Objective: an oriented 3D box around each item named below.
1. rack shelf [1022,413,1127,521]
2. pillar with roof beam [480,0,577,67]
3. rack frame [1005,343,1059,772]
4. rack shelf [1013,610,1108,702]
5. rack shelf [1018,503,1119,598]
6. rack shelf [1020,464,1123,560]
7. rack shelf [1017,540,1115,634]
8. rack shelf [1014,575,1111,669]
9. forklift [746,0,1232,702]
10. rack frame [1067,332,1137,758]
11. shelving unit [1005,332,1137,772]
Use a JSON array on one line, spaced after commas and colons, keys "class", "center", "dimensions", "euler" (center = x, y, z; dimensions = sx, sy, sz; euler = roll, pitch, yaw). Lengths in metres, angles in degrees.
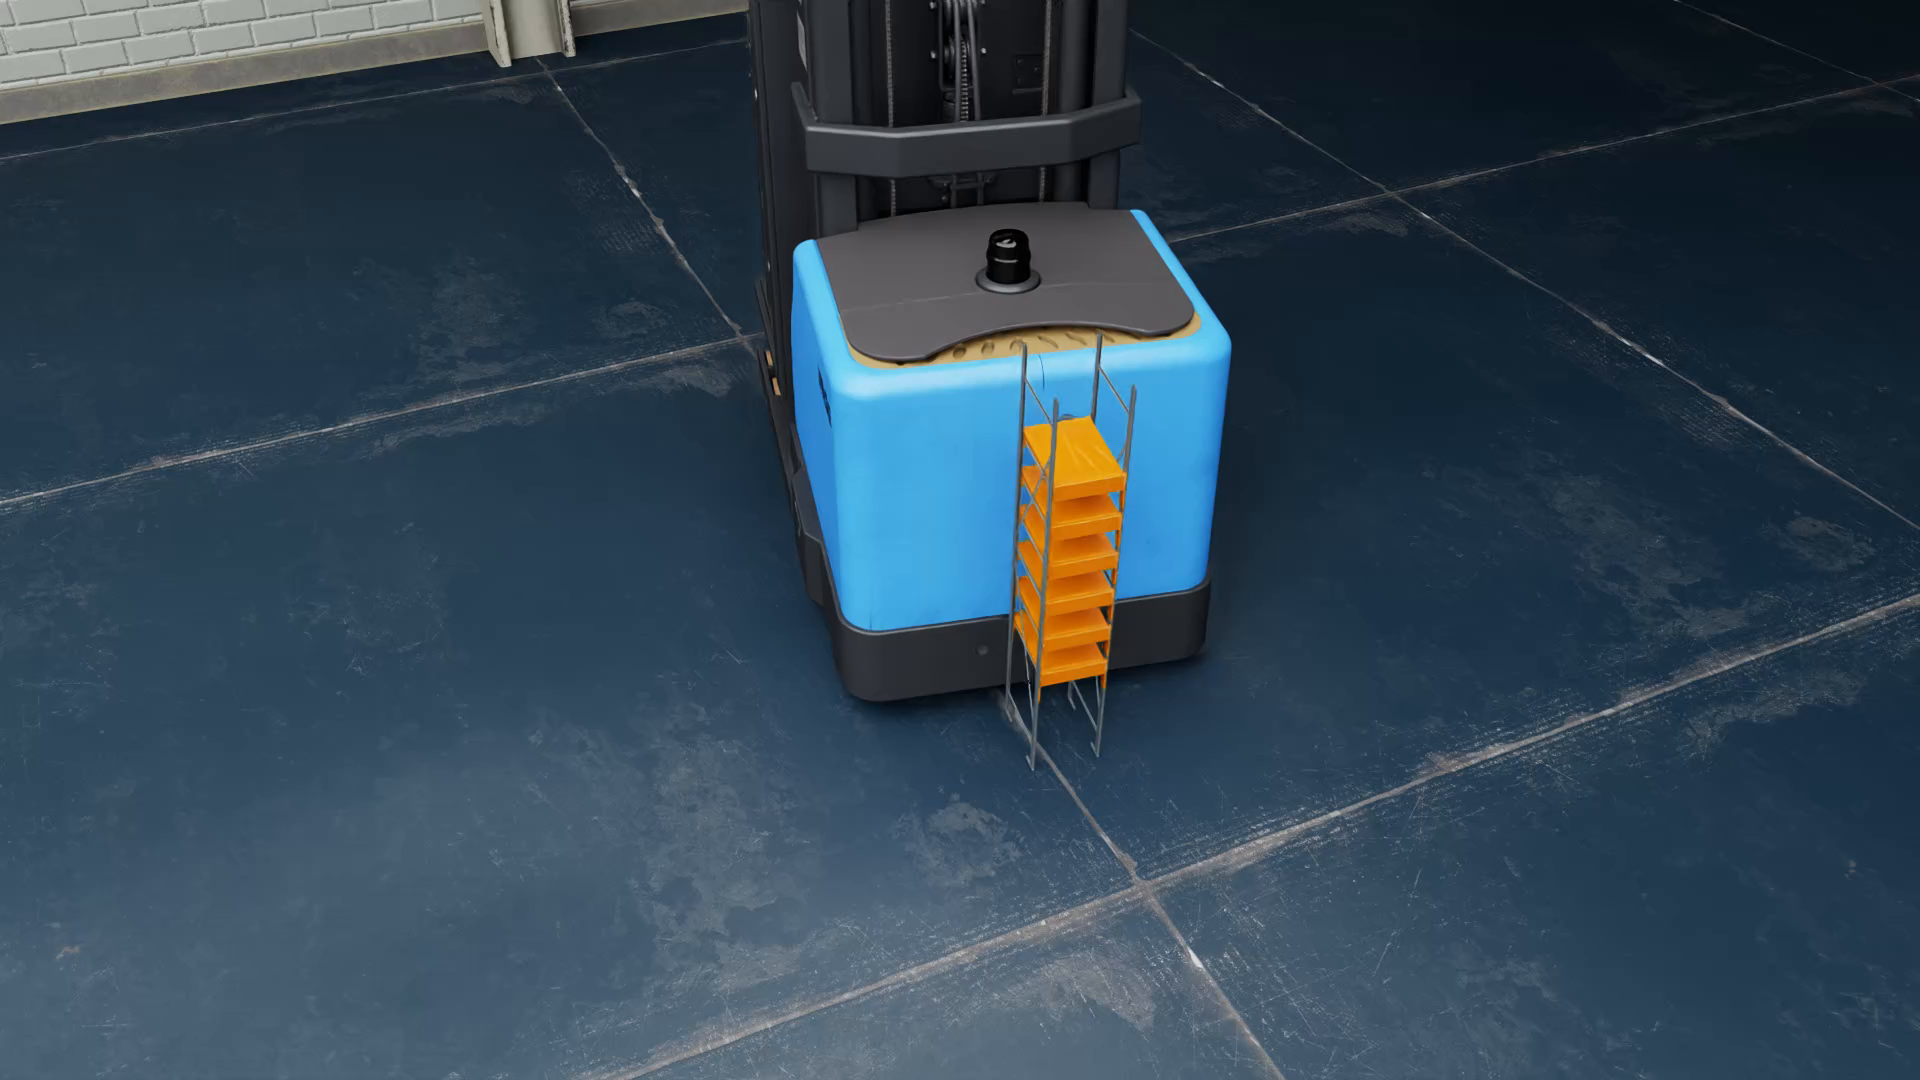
[{"class": "rack shelf", "center": [0.264, -0.176, 3.938], "dimensions": [0.180, 0.103, 0.258], "euler": [-10, 41, -13]}, {"class": "pillar with roof beam", "center": [-0.407, -3.845, 2.880], "dimensions": [0.400, 9.000, 9.100], "euler": [-16, 39, -20]}, {"class": "rack frame", "center": [0.170, 0.081, 4.120], "dimensions": [0.006, 1.200, 0.240], "euler": [-10, 41, -13]}, {"class": "rack shelf", "center": [0.253, 0.283, 4.324], "dimensions": [0.180, 0.103, 0.258], "euler": [-10, 41, -13]}, {"class": "rack shelf", "center": [0.259, 0.008, 4.092], "dimensions": [0.180, 0.103, 0.258], "euler": [-10, 41, -13]}, {"class": "rack shelf", "center": [0.262, -0.084, 4.015], "dimensions": [0.180, 0.103, 0.258], "euler": [-10, 41, -13]}, {"class": "rack shelf", "center": [0.257, 0.100, 4.169], "dimensions": [0.180, 0.103, 0.258], "euler": [-10, 41, -13]}, {"class": "rack shelf", "center": [0.255, 0.192, 4.247], "dimensions": [0.180, 0.103, 0.258], "euler": [-10, 41, -13]}, {"class": "forklift", "center": [-0.105, -1.613, 4.965], "dimensions": [1.130, 2.935, 3.031], "euler": [-7, 37, -10]}, {"class": "rack frame", "center": [0.346, 0.050, 4.162], "dimensions": [0.006, 1.200, 0.240], "euler": [-10, 41, -13]}, {"class": "shelving unit", "center": [0.258, 0.066, 4.141], "dimensions": [0.189, 1.200, 0.258], "euler": [-10, 41, -13]}]
